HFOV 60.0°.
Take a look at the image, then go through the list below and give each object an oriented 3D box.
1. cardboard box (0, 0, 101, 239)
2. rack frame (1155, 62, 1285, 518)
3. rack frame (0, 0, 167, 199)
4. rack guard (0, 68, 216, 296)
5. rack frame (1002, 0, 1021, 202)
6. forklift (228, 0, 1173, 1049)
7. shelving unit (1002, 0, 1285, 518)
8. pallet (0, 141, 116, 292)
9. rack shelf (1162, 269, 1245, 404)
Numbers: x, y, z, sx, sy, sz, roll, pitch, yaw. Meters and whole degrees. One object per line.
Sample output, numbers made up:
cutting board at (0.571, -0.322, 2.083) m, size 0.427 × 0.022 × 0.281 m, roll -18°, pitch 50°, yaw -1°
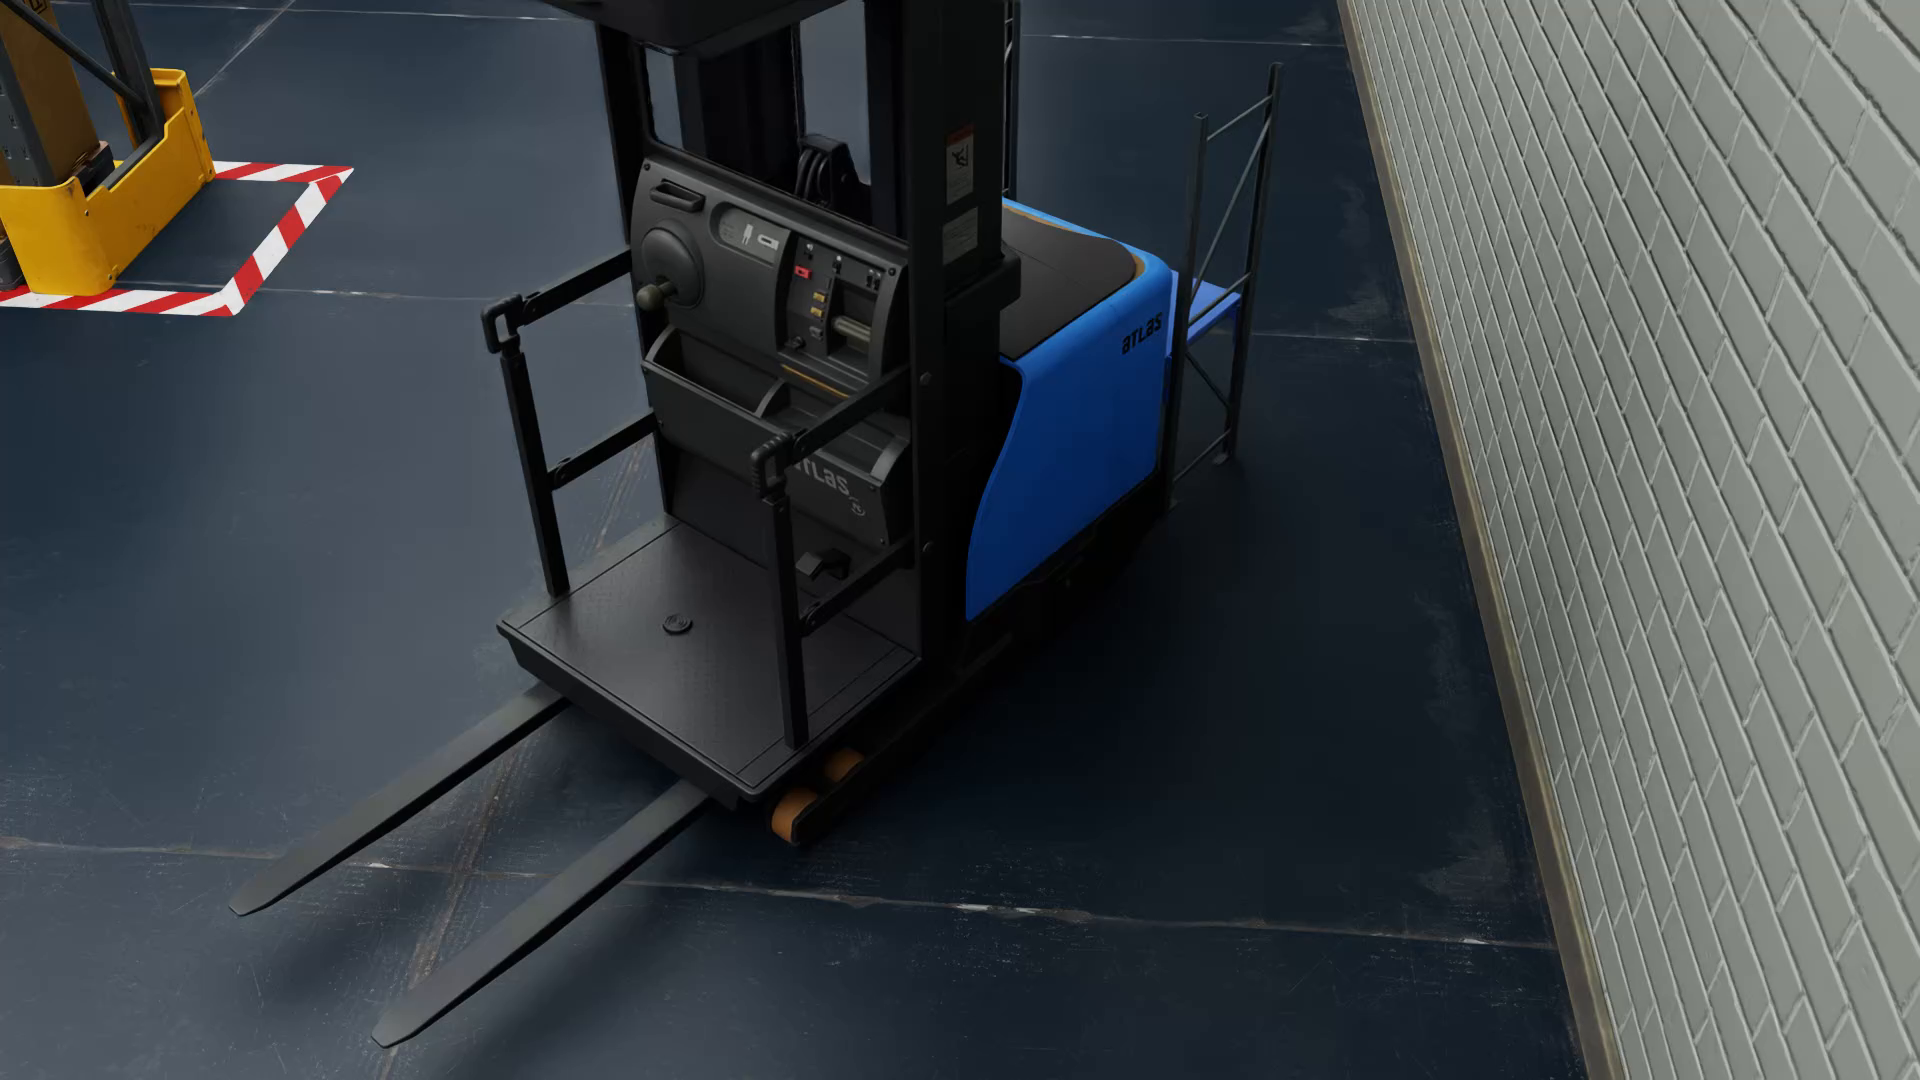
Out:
cardboard box at (-4.406, -1.889, 7.045) m, size 0.875 × 0.875 × 0.875 m, roll 3°, pitch 39°, yaw 4°
rack frame at (0.853, -0.788, 5.530) m, size 0.032 × 1.500 × 0.500 m, roll 26°, pitch 46°, yaw 28°
rack frame at (-3.761, -2.566, 6.526) m, size 0.127 × 3.000 × 1.000 m, roll 3°, pitch 39°, yaw 4°
rack guard at (-3.737, -1.595, 7.313) m, size 0.348 × 0.500 × 1.175 m, roll 3°, pitch 39°, yaw 4°
rack frame at (0.045, -1.179, 6.010) m, size 0.032 × 1.500 × 0.500 m, roll 26°, pitch 46°, yaw 28°
forklift at (-0.654, -0.635, 4.209) m, size 1.130 × 2.935 × 3.031 m, roll 27°, pitch 47°, yaw 30°
shelving unit at (0.449, -0.984, 5.770) m, size 1.048 × 1.500 × 0.538 m, roll 26°, pitch 46°, yaw 28°
pallet at (-4.565, -1.478, 7.399) m, size 1.213 × 0.211 × 1.003 m, roll 3°, pitch 39°, yaw 4°
rack shelf at (0.449, -0.844, 5.884) m, size 1.000 × 0.185 × 0.538 m, roll 26°, pitch 46°, yaw 28°
